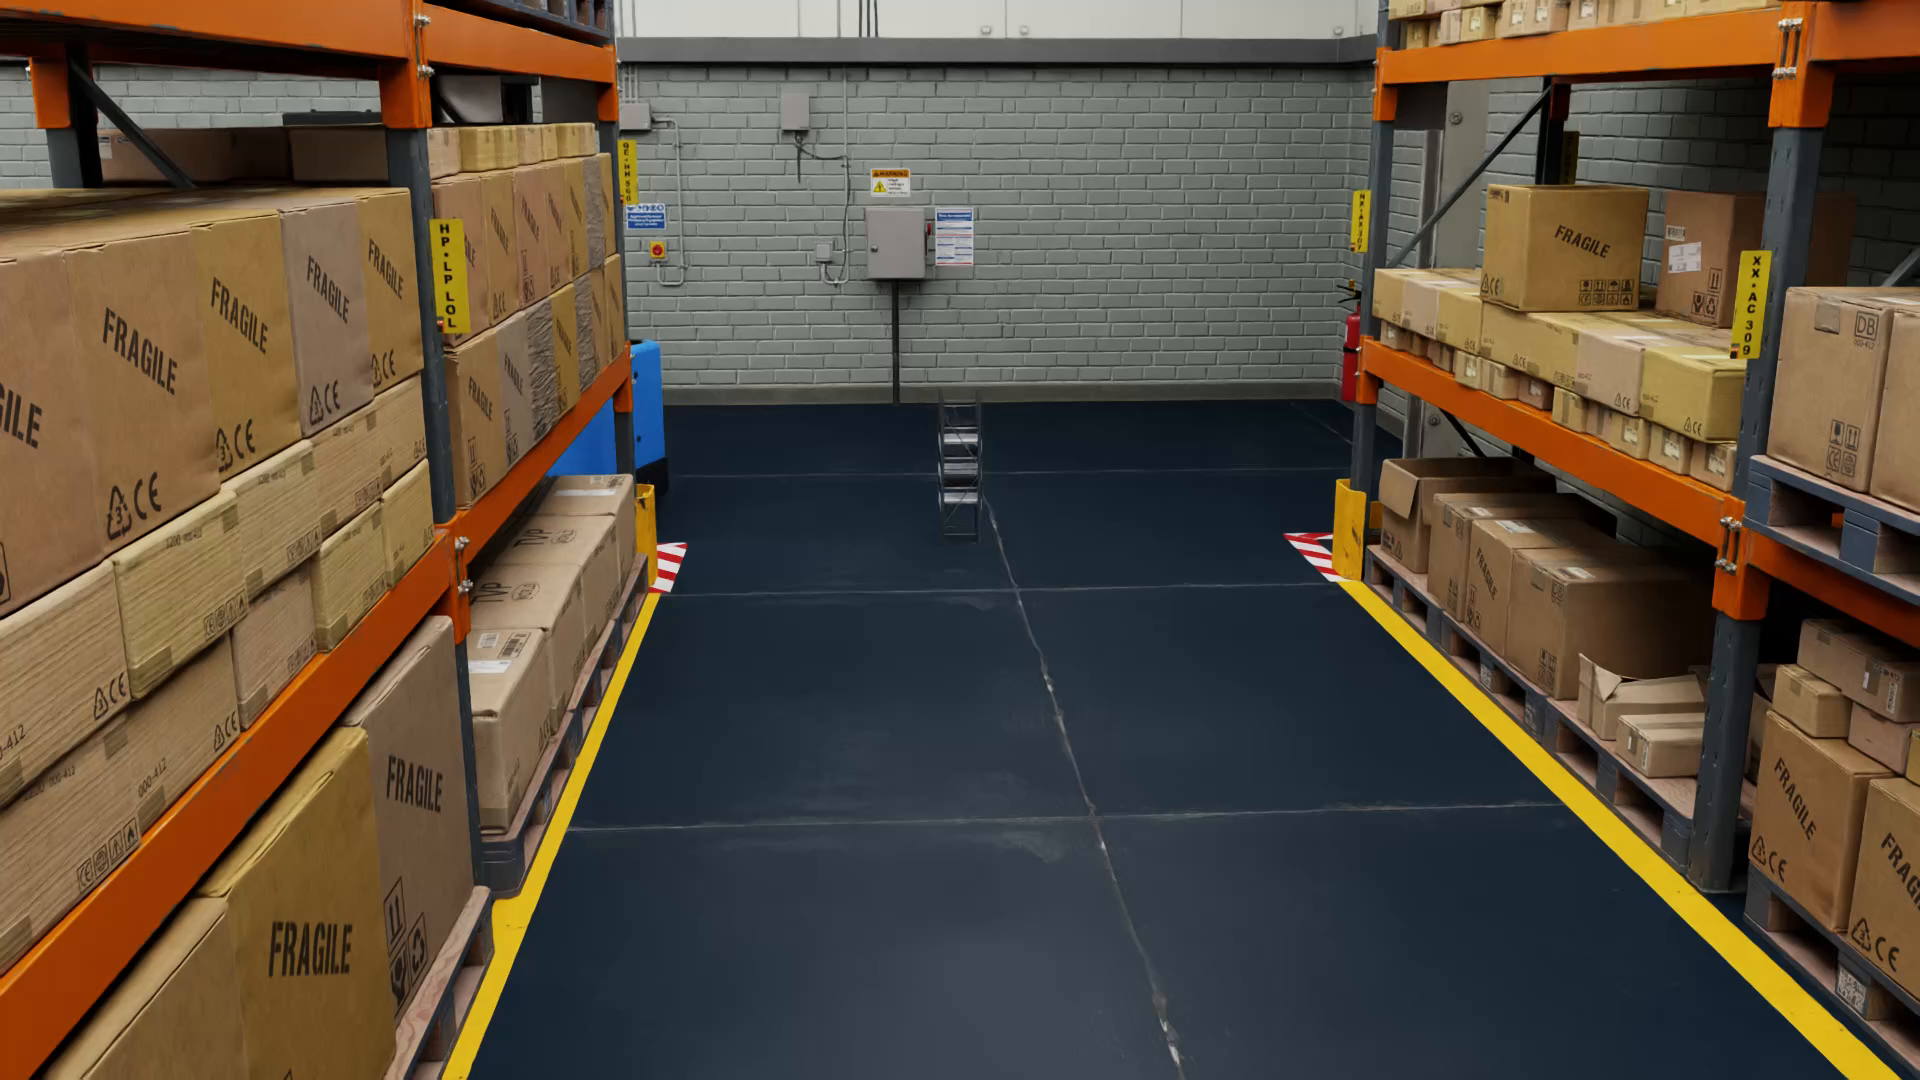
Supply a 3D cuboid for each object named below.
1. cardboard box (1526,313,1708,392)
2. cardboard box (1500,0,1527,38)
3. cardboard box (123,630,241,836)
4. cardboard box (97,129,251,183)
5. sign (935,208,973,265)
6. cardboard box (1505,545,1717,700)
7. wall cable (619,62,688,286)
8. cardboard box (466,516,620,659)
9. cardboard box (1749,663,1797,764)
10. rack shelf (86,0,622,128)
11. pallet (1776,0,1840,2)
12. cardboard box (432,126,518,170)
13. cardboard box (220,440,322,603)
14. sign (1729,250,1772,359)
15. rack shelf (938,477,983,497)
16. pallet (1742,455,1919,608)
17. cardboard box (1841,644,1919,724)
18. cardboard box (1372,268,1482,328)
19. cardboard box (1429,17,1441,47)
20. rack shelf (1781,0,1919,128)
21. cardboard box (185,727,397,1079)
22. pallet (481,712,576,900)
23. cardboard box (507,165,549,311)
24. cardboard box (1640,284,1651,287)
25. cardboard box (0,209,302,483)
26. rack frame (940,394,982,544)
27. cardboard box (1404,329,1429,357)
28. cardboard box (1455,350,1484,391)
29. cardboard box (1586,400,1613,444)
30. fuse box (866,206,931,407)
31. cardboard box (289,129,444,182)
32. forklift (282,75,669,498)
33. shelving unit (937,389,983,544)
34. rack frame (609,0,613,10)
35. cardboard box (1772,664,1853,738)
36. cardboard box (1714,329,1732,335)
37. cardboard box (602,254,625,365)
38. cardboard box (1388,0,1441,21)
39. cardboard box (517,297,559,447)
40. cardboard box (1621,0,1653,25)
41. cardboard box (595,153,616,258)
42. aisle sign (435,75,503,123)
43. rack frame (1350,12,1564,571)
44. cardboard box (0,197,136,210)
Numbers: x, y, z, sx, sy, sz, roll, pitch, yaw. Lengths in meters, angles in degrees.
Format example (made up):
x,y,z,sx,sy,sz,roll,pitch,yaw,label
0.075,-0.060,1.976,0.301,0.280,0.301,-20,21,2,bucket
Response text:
x,y,z,sx,sy,sz,roll,pitch,yaw,label
2.601,-0.747,6.613,0.500,0.250,0.500,-1,14,-4,cardboard box
2.478,-2.164,6.902,0.380,0.149,0.250,-1,14,-3,cardboard box
-1.656,0.335,3.006,0.500,0.250,0.500,-1,14,-3,cardboard box
-2.351,-1.145,4.947,0.380,0.149,0.250,-1,14,-5,cardboard box
-0.049,-2.632,14.428,0.329,0.494,0.001,-1,14,-3,sign
2.714,0.334,6.884,0.700,0.500,0.500,-1,14,-6,cardboard box
-2.635,-3.130,14.071,0.585,1.953,0.123,-1,14,-3,wall cable
-2.056,0.206,7.503,0.875,0.438,0.875,0,14,-2,cardboard box
3.135,0.627,6.123,0.500,0.311,0.500,0,14,-1,cardboard box
-2.138,-1.828,6.535,1.077,0.370,4.000,-1,14,-3,rack shelf
2.910,-1.502,4.202,1.213,0.211,1.003,-1,14,-3,pallet
-1.806,-1.411,5.982,0.380,0.149,0.250,-1,14,-5,cardboard box
-1.668,-0.037,3.448,0.500,0.250,0.500,-1,14,-2,cardboard box
2.399,-0.713,5.039,0.100,0.325,0.005,-1,14,-3,sign
-0.001,-0.318,9.953,0.258,0.077,0.200,-1,14,-3,rack shelf
2.880,-0.010,4.432,1.003,0.211,1.213,-1,14,-3,pallet
2.760,0.402,4.718,0.380,0.149,0.250,-2,15,-6,cardboard box
2.451,-1.253,8.581,0.500,0.250,0.500,-1,14,-3,cardboard box
2.522,-2.482,8.137,0.380,0.149,0.250,-1,14,-2,cardboard box
3.064,-0.911,2.970,1.077,0.370,4.000,-1,14,-3,rack shelf
-1.832,0.977,3.631,0.875,0.875,0.875,0,14,-2,cardboard box
-1.983,0.934,5.973,1.003,0.211,1.213,-1,14,-3,pallet
-1.847,-1.134,6.208,0.500,0.500,0.500,-1,14,-2,cardboard box
3.016,-1.131,8.108,0.500,0.250,0.500,-1,14,-3,cardboard box
-1.685,-0.397,3.341,0.500,0.500,0.500,0,14,-2,cardboard box
0.006,-0.413,9.824,0.240,0.900,0.006,-1,14,-3,rack frame
2.500,-1.028,8.508,0.380,0.149,0.250,-1,14,-2,cardboard box
2.469,-0.770,7.503,0.380,0.149,0.250,-1,14,-5,cardboard box
2.601,-0.452,6.267,0.380,0.149,0.250,-1,14,-2,cardboard box
-0.529,-1.995,14.347,0.539,1.711,0.414,-1,14,-3,fuse box
-1.775,-1.156,4.989,0.380,0.149,0.250,-1,14,-4,cardboard box
-3.497,-1.662,10.606,3.031,2.935,1.130,4,15,15,forklift
-0.001,-0.438,9.922,0.258,0.900,0.210,-1,14,-3,shelving unit
-2.262,-4.126,8.005,1.000,3.000,0.127,-1,14,-3,rack frame
2.696,0.483,5.003,0.380,0.149,0.250,0,14,-1,cardboard box
3.141,-0.627,6.148,0.500,0.250,0.500,-1,14,-4,cardboard box
-1.968,-1.154,8.289,0.500,0.500,0.500,-1,14,-3,cardboard box
2.447,-2.708,8.216,0.500,0.250,0.500,-1,14,-4,cardboard box
-1.833,-0.644,6.311,0.500,0.500,0.500,-1,14,-3,cardboard box
2.592,-1.909,5.909,0.380,0.149,0.250,-1,14,-4,cardboard box
-1.994,-1.637,8.164,0.500,0.500,0.500,0,14,-2,cardboard box
-2.556,-2.493,8.481,0.394,0.787,0.004,-1,14,-3,aisle sign
2.692,-1.299,9.054,1.000,3.000,0.127,-1,14,-3,rack frame
-2.215,-0.519,3.816,0.500,0.500,0.500,-1,14,-4,cardboard box
